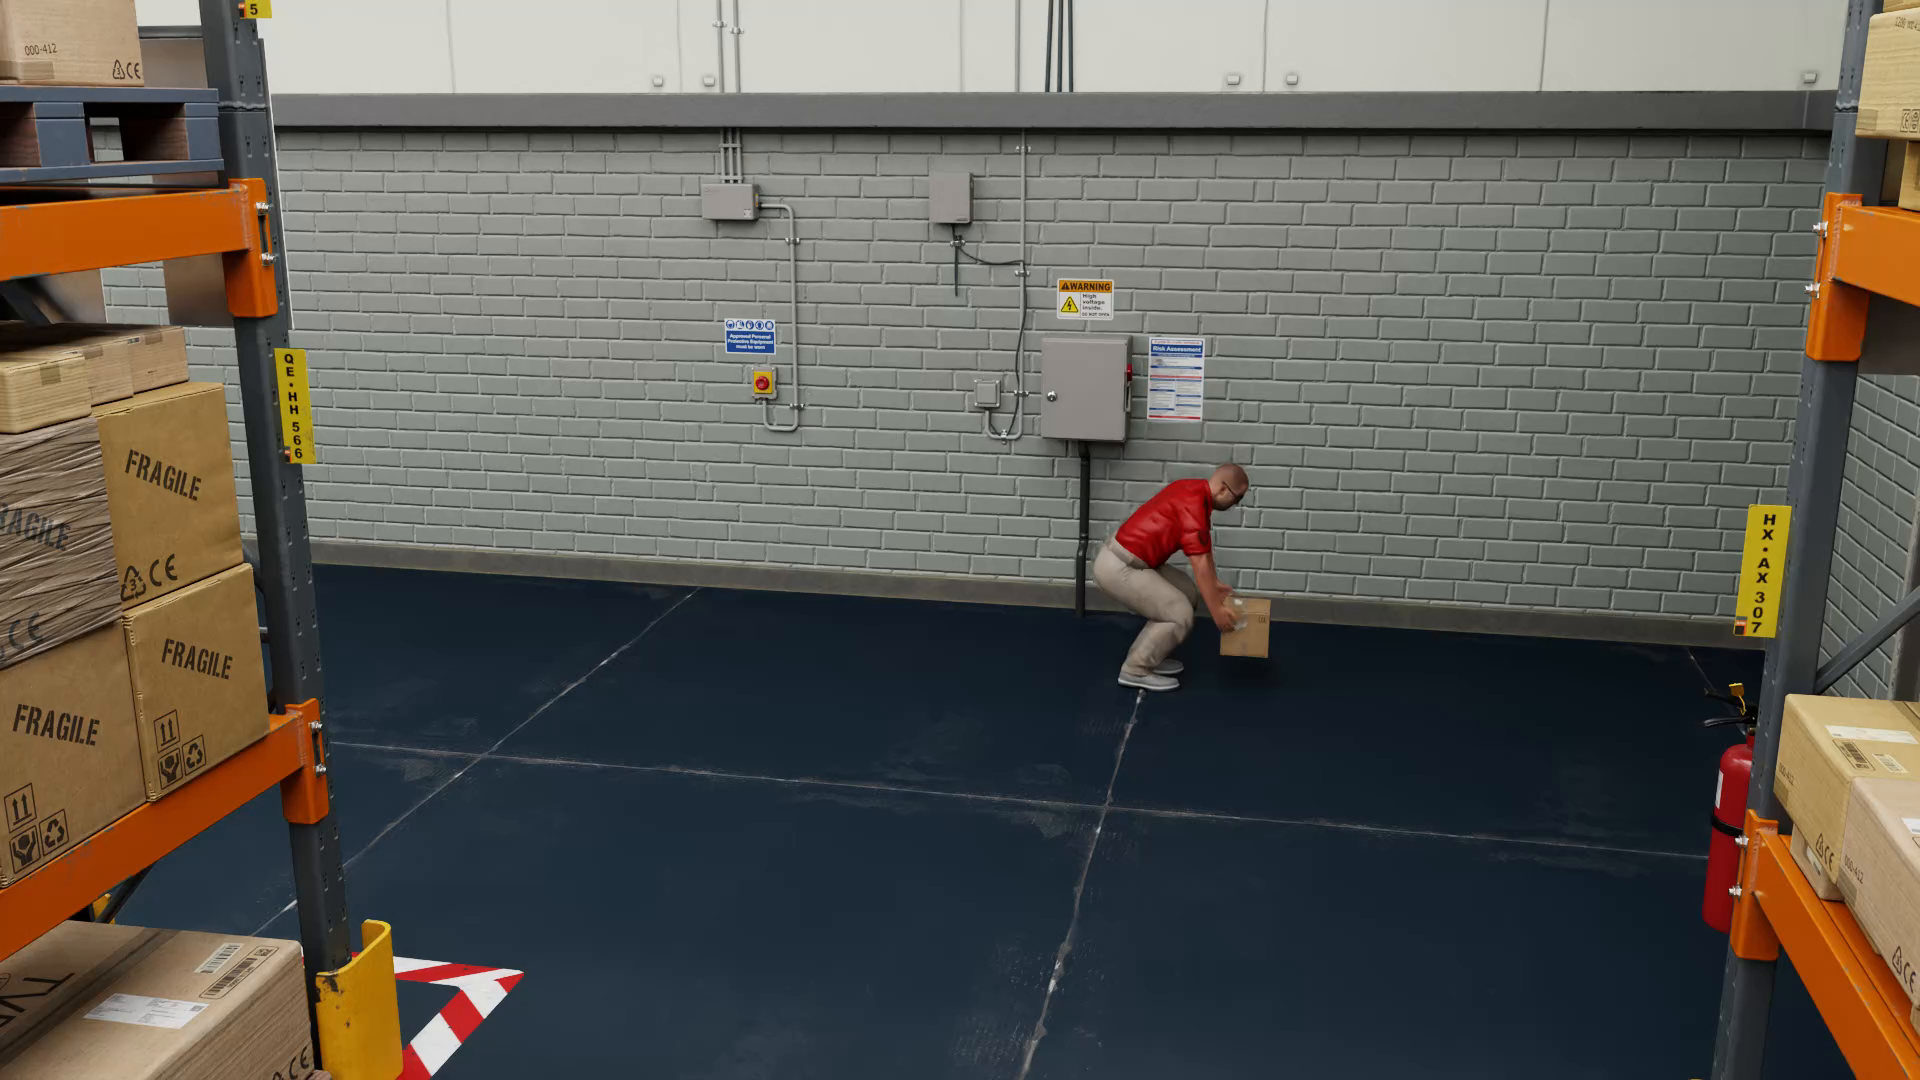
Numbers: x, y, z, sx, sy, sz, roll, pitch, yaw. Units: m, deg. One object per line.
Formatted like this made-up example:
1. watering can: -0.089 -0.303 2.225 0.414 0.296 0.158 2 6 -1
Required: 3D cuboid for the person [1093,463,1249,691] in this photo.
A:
1. person: 1.126 0.170 8.937 0.798 1.208 0.581 3 15 11
